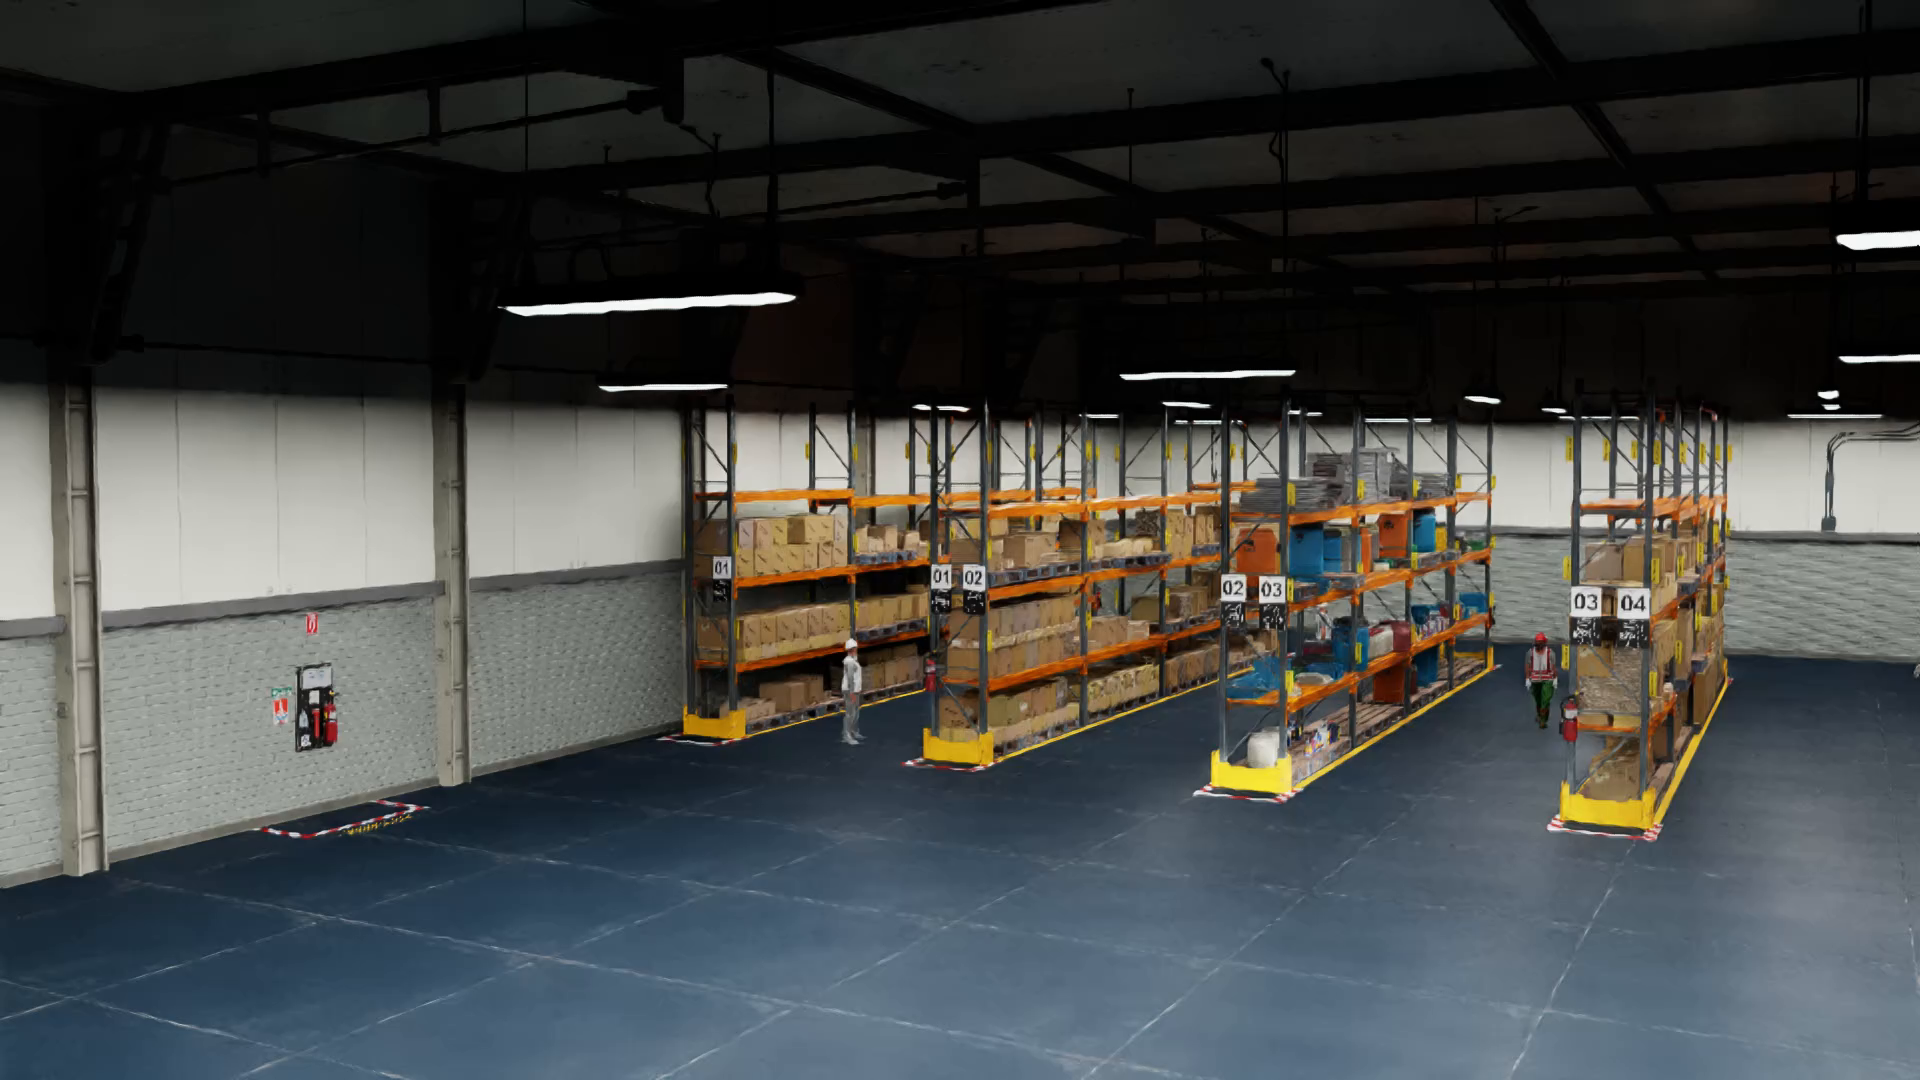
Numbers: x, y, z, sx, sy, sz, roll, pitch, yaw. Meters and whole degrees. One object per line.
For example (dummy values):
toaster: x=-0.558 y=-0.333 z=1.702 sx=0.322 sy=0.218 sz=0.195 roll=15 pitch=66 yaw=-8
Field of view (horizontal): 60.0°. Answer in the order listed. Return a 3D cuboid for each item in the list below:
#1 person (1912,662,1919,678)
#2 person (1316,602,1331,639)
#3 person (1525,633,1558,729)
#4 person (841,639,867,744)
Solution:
person: x=21.339 y=2.196 z=36.587 sx=0.712 sy=1.739 sz=0.508 roll=-2 pitch=3 yaw=-30
person: x=7.904 y=2.200 z=36.251 sx=0.444 sy=1.786 sz=0.598 roll=0 pitch=3 yaw=3
person: x=10.580 y=2.537 z=30.313 sx=0.553 sy=1.709 sz=1.123 roll=2 pitch=3 yaw=30
person: x=-1.822 y=2.594 z=28.620 sx=0.448 sy=1.780 sz=0.586 roll=0 pitch=3 yaw=-2
